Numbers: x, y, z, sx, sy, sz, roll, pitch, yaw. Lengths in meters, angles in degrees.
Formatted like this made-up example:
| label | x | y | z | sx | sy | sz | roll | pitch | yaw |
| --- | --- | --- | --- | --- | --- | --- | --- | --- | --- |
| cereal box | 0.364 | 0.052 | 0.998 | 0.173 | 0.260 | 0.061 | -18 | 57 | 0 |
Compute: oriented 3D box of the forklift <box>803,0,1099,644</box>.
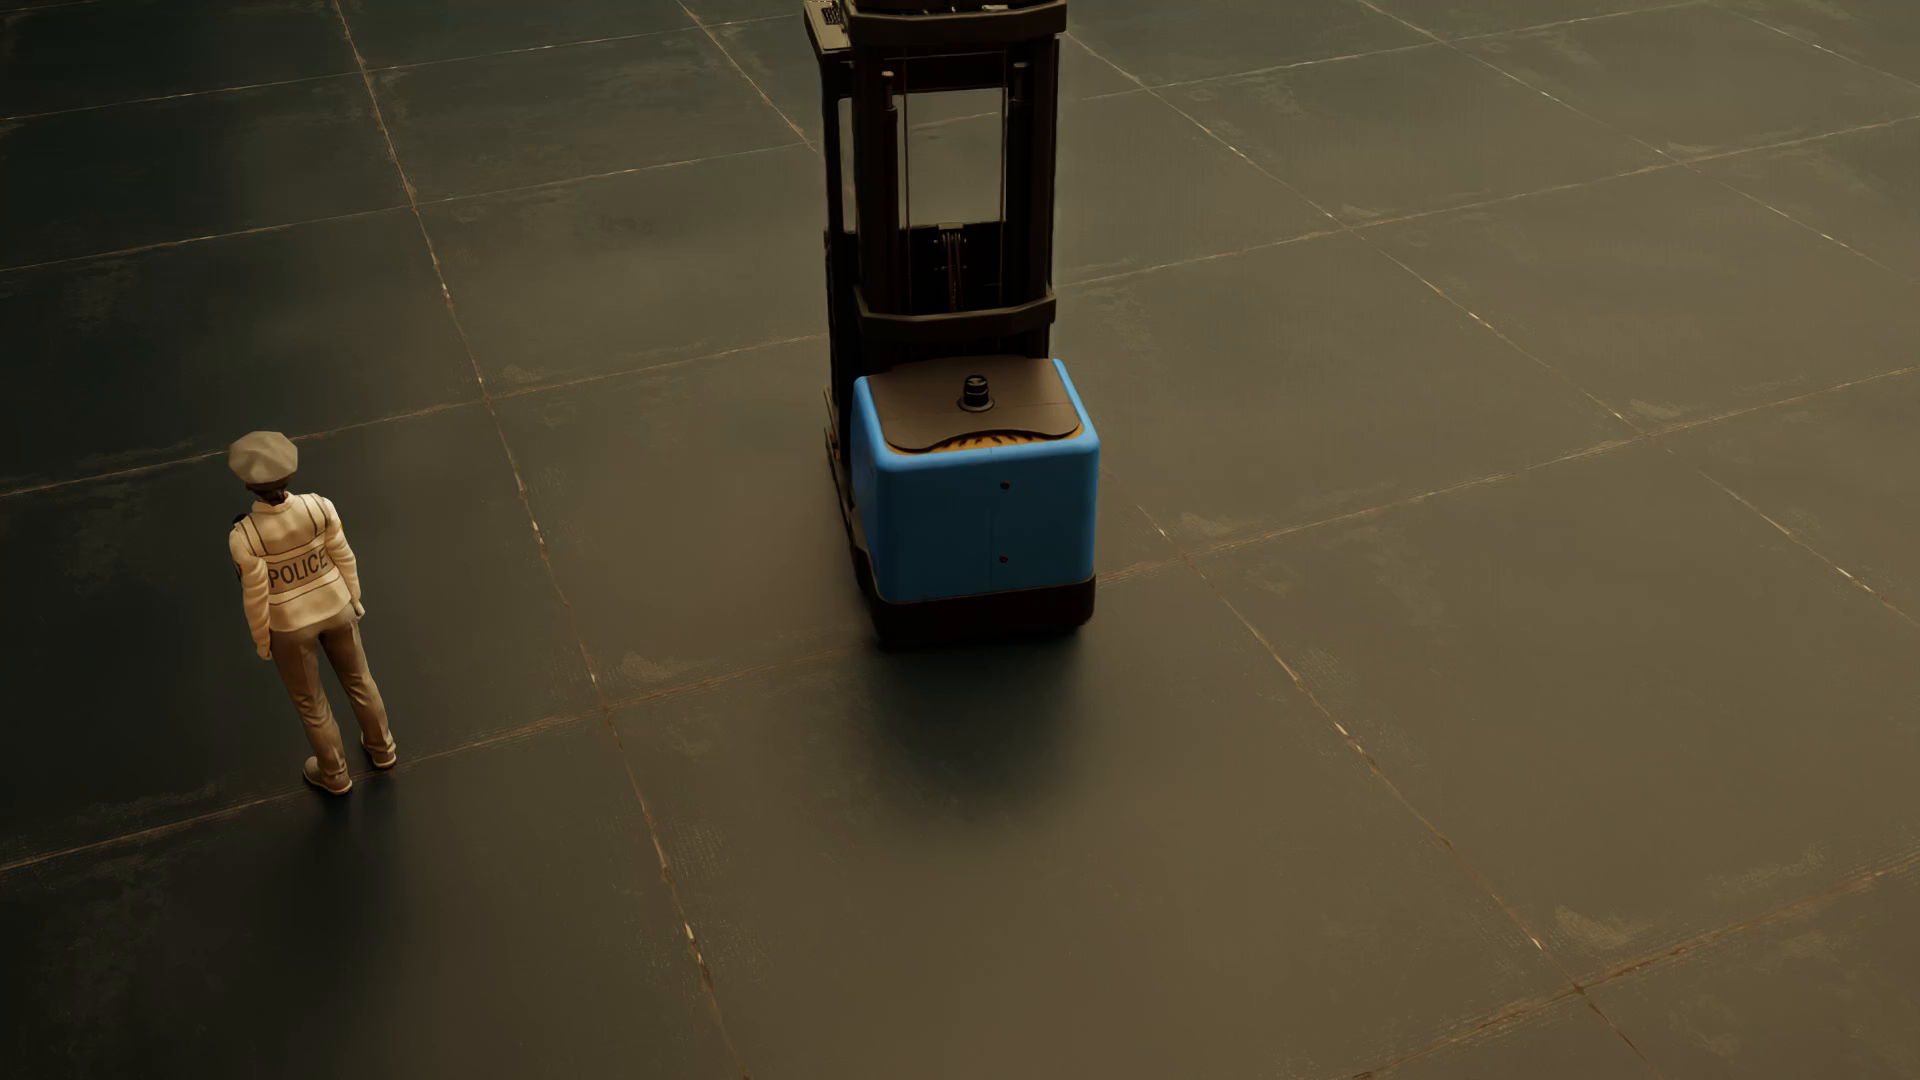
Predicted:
| label | x | y | z | sx | sy | sz | roll | pitch | yaw |
| --- | --- | --- | --- | --- | --- | --- | --- | --- | --- |
| forklift | -0.138 | -1.553 | 8.283 | 1.130 | 2.935 | 3.031 | -6 | 36 | -9 |

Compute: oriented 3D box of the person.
| label | x | y | z | sx | sy | sz | roll | pitch | yaw |
| --- | --- | --- | --- | --- | --- | --- | --- | --- | --- |
| person | -2.648 | 0.310 | 6.738 | 0.464 | 1.692 | 0.336 | -28 | 44 | -34 |
